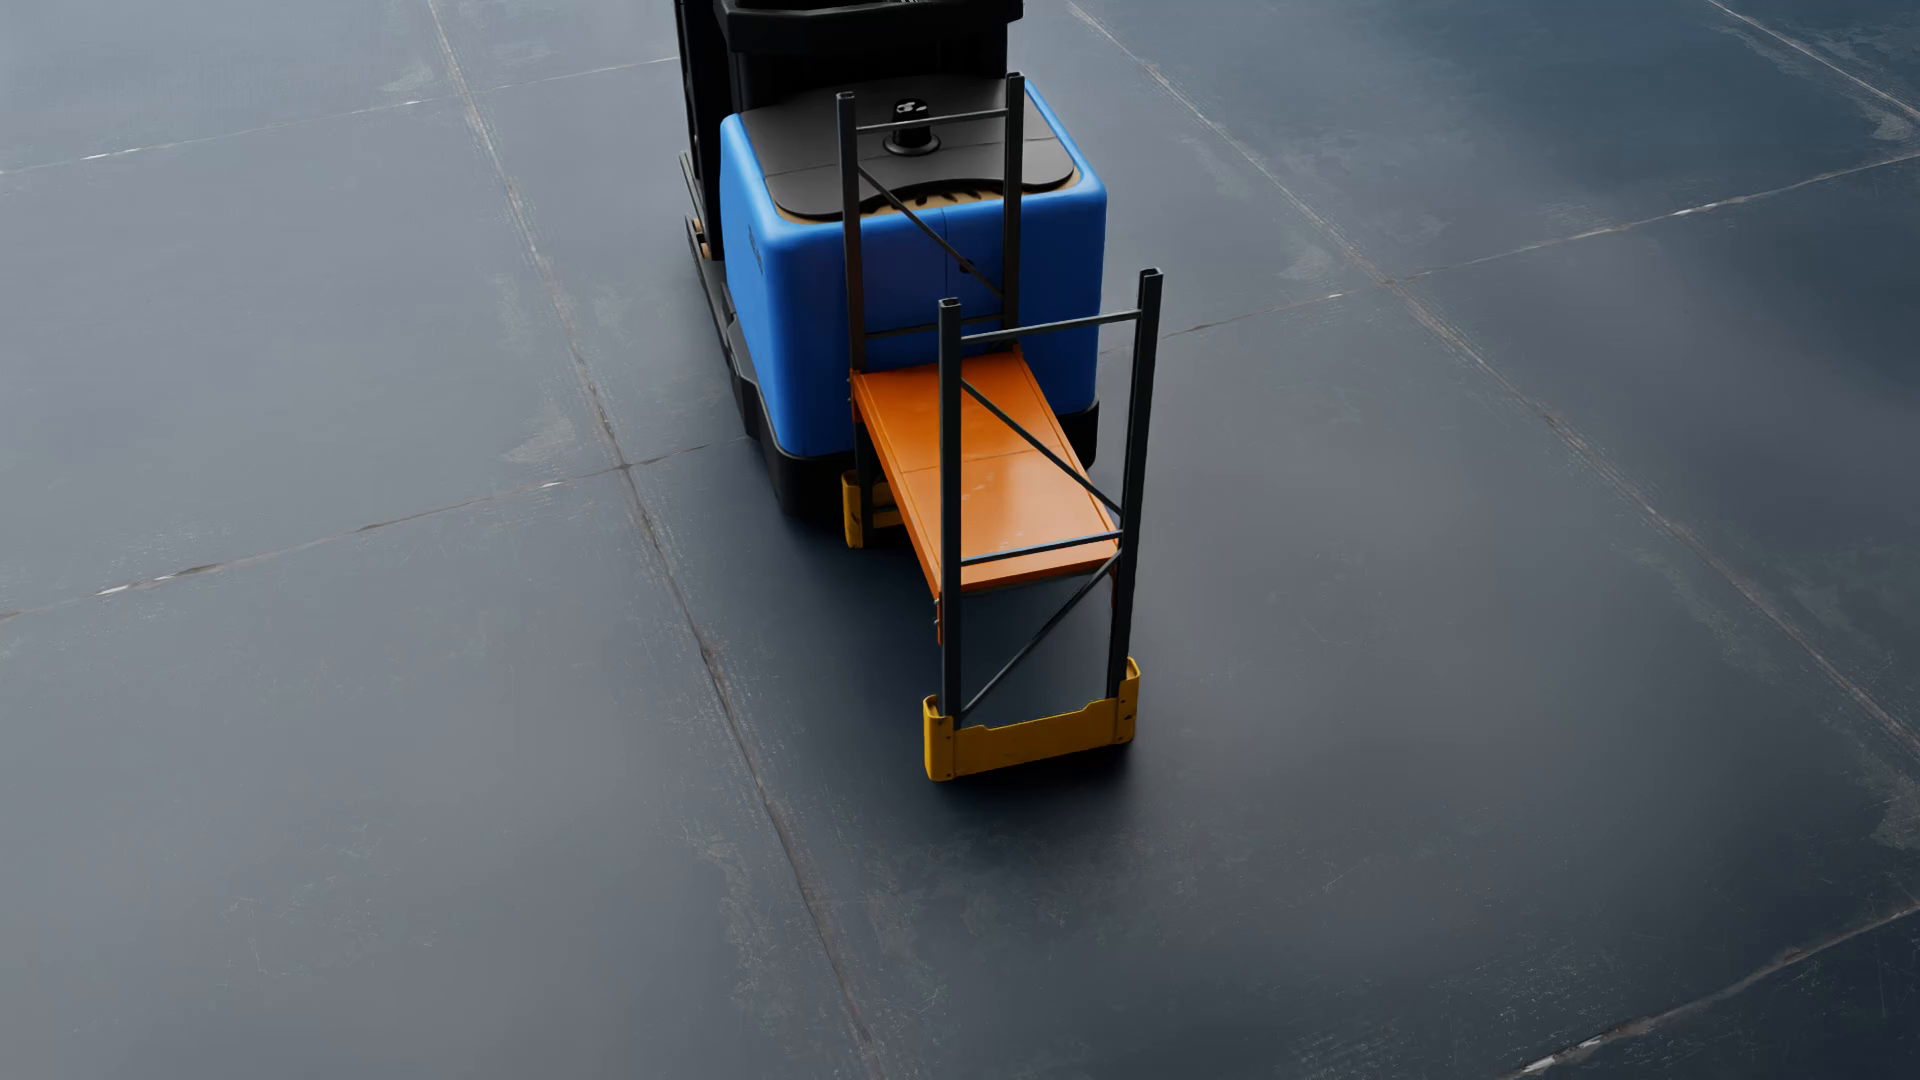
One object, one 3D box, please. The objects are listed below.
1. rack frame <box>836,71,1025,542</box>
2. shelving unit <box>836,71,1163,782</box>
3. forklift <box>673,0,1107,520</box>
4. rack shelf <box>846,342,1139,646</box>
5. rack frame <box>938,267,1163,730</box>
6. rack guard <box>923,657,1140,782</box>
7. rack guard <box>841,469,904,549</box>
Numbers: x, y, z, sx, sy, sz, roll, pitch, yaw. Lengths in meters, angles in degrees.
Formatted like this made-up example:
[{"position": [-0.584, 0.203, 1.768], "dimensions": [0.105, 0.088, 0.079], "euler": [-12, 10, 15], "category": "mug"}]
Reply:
[{"position": [-0.075, -0.615, 4.815], "dimensions": [0.500, 1.500, 0.032], "euler": [-10, 42, -12], "category": "rack frame"}, {"position": [0.059, -0.302, 4.451], "dimensions": [0.587, 1.500, 1.083], "euler": [-10, 42, -12], "category": "shelving unit"}, {"position": [-0.442, -2.146, 5.497], "dimensions": [1.130, 2.935, 3.031], "euler": [-10, 42, -12], "category": "forklift"}, {"position": [0.062, -0.160, 4.561], "dimensions": [0.538, 0.185, 1.000], "euler": [-10, 42, -12], "category": "rack shelf"}, {"position": [0.198, 0.023, 4.073], "dimensions": [0.500, 1.500, 0.032], "euler": [-10, 42, -12], "category": "rack frame"}, {"position": [0.193, 0.485, 4.495], "dimensions": [0.587, 0.250, 0.087], "euler": [-10, 42, -12], "category": "rack guard"}, {"position": [-0.075, -0.141, 5.222], "dimensions": [0.587, 0.250, 0.087], "euler": [-10, 42, -12], "category": "rack guard"}]
